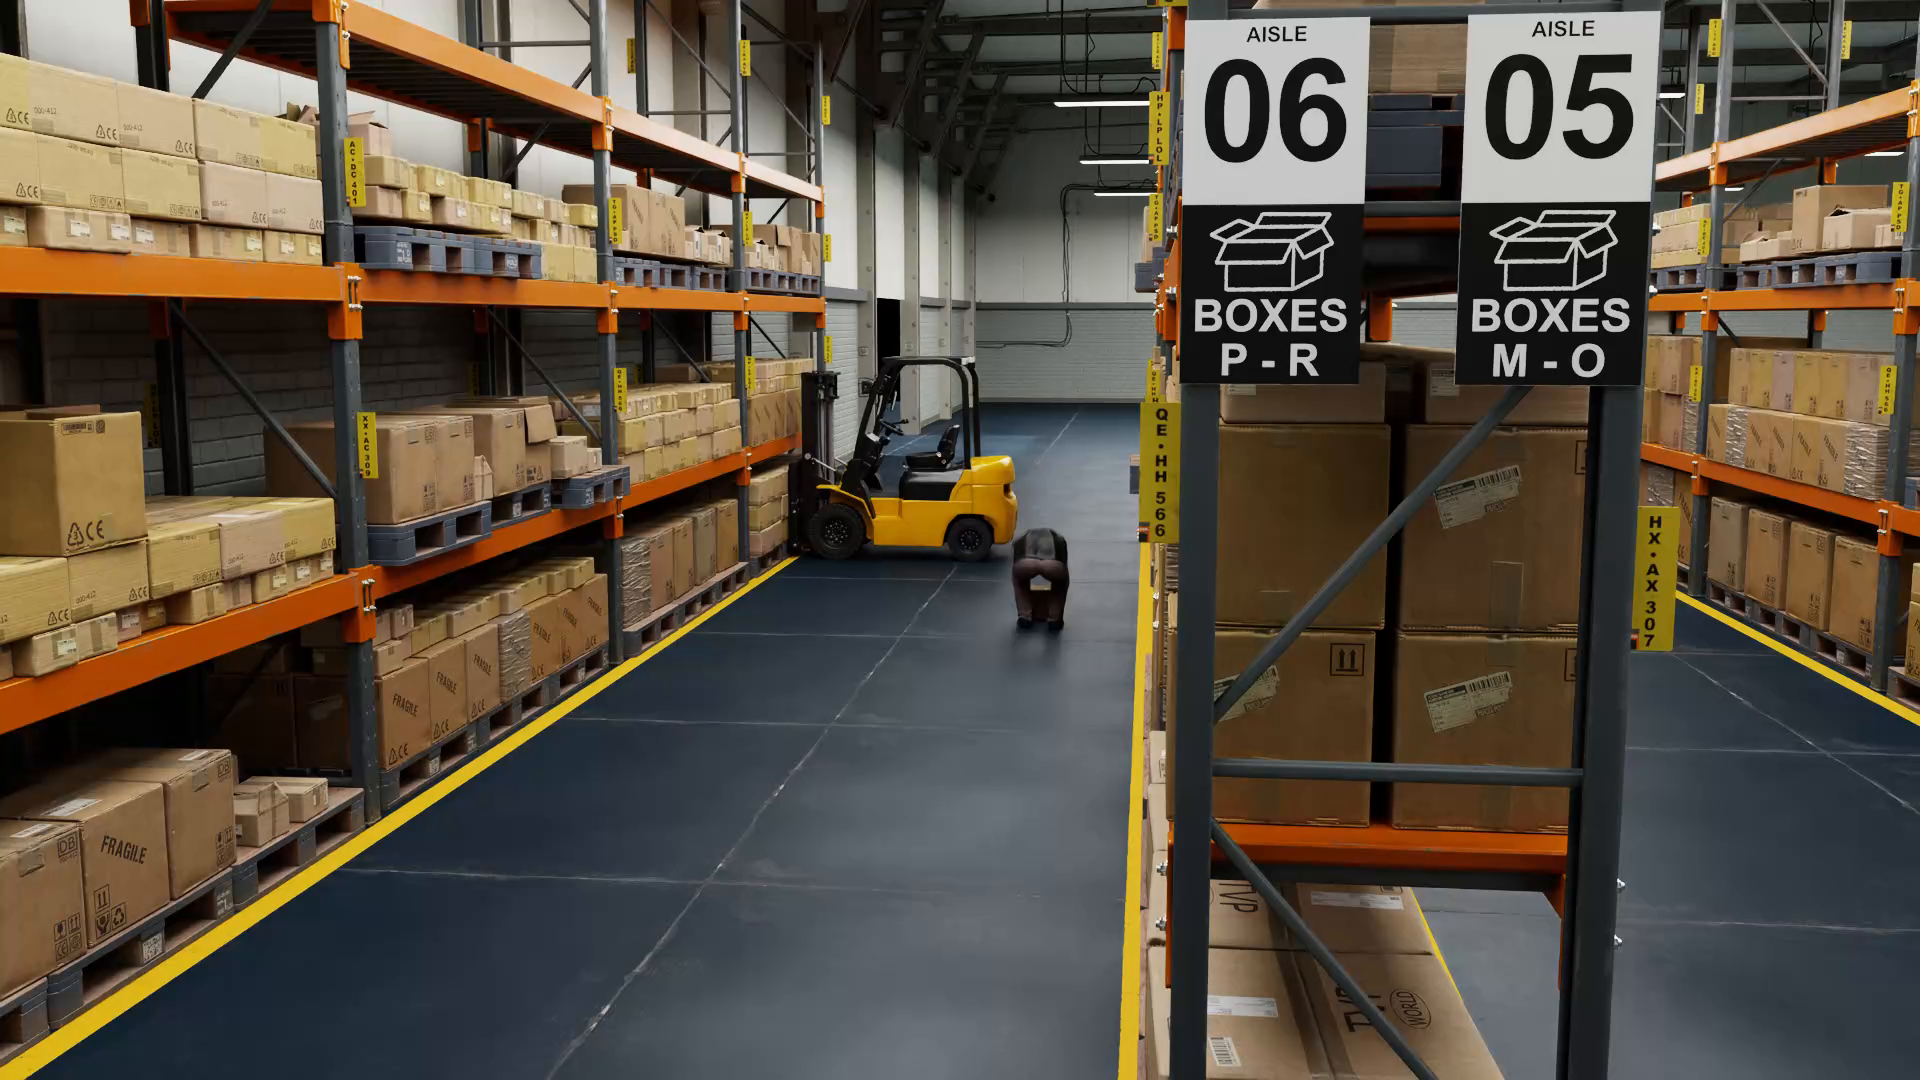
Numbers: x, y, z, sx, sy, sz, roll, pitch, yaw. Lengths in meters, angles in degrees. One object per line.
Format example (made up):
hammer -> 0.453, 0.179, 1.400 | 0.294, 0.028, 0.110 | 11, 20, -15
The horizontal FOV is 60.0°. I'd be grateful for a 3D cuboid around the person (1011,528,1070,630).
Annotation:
person -> 0.679, 0.305, 14.051 | 0.500, 0.847, 0.952 | 1, 8, 4
